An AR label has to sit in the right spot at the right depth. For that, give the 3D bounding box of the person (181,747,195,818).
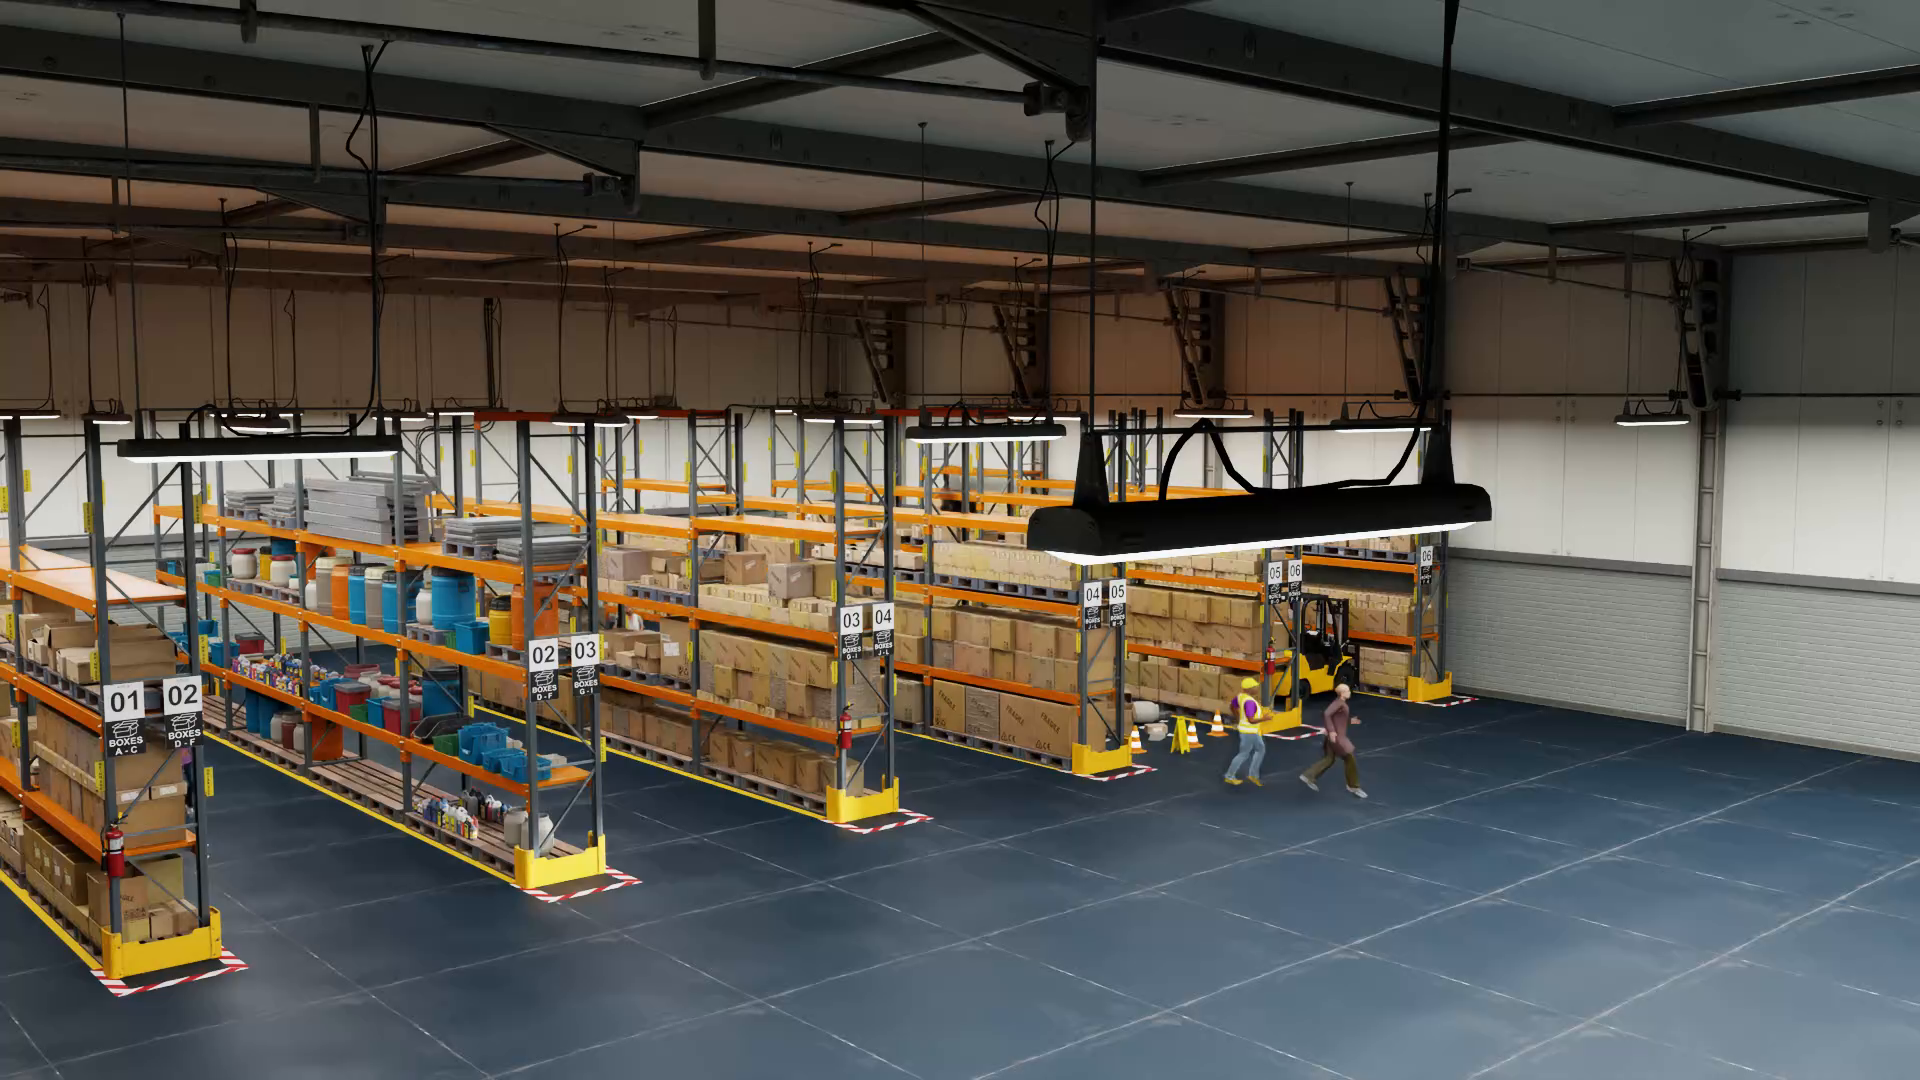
[{"bbox_3d":[-11.589,3.367,24.821,0.676,1.631,0.560,5,7,42],"label":"person"}]

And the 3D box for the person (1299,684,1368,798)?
[{"bbox_3d":[5.882,3.154,26.118,1.080,1.809,0.734,1,5,6],"label":"person"}]

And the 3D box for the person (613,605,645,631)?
[{"bbox_3d":[-7.202,2.244,36.380,0.638,1.796,0.924,-3,6,-32],"label":"person"}]

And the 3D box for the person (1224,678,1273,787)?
[{"bbox_3d":[4.633,3.116,26.693,0.762,1.824,0.672,1,5,6],"label":"person"}]
